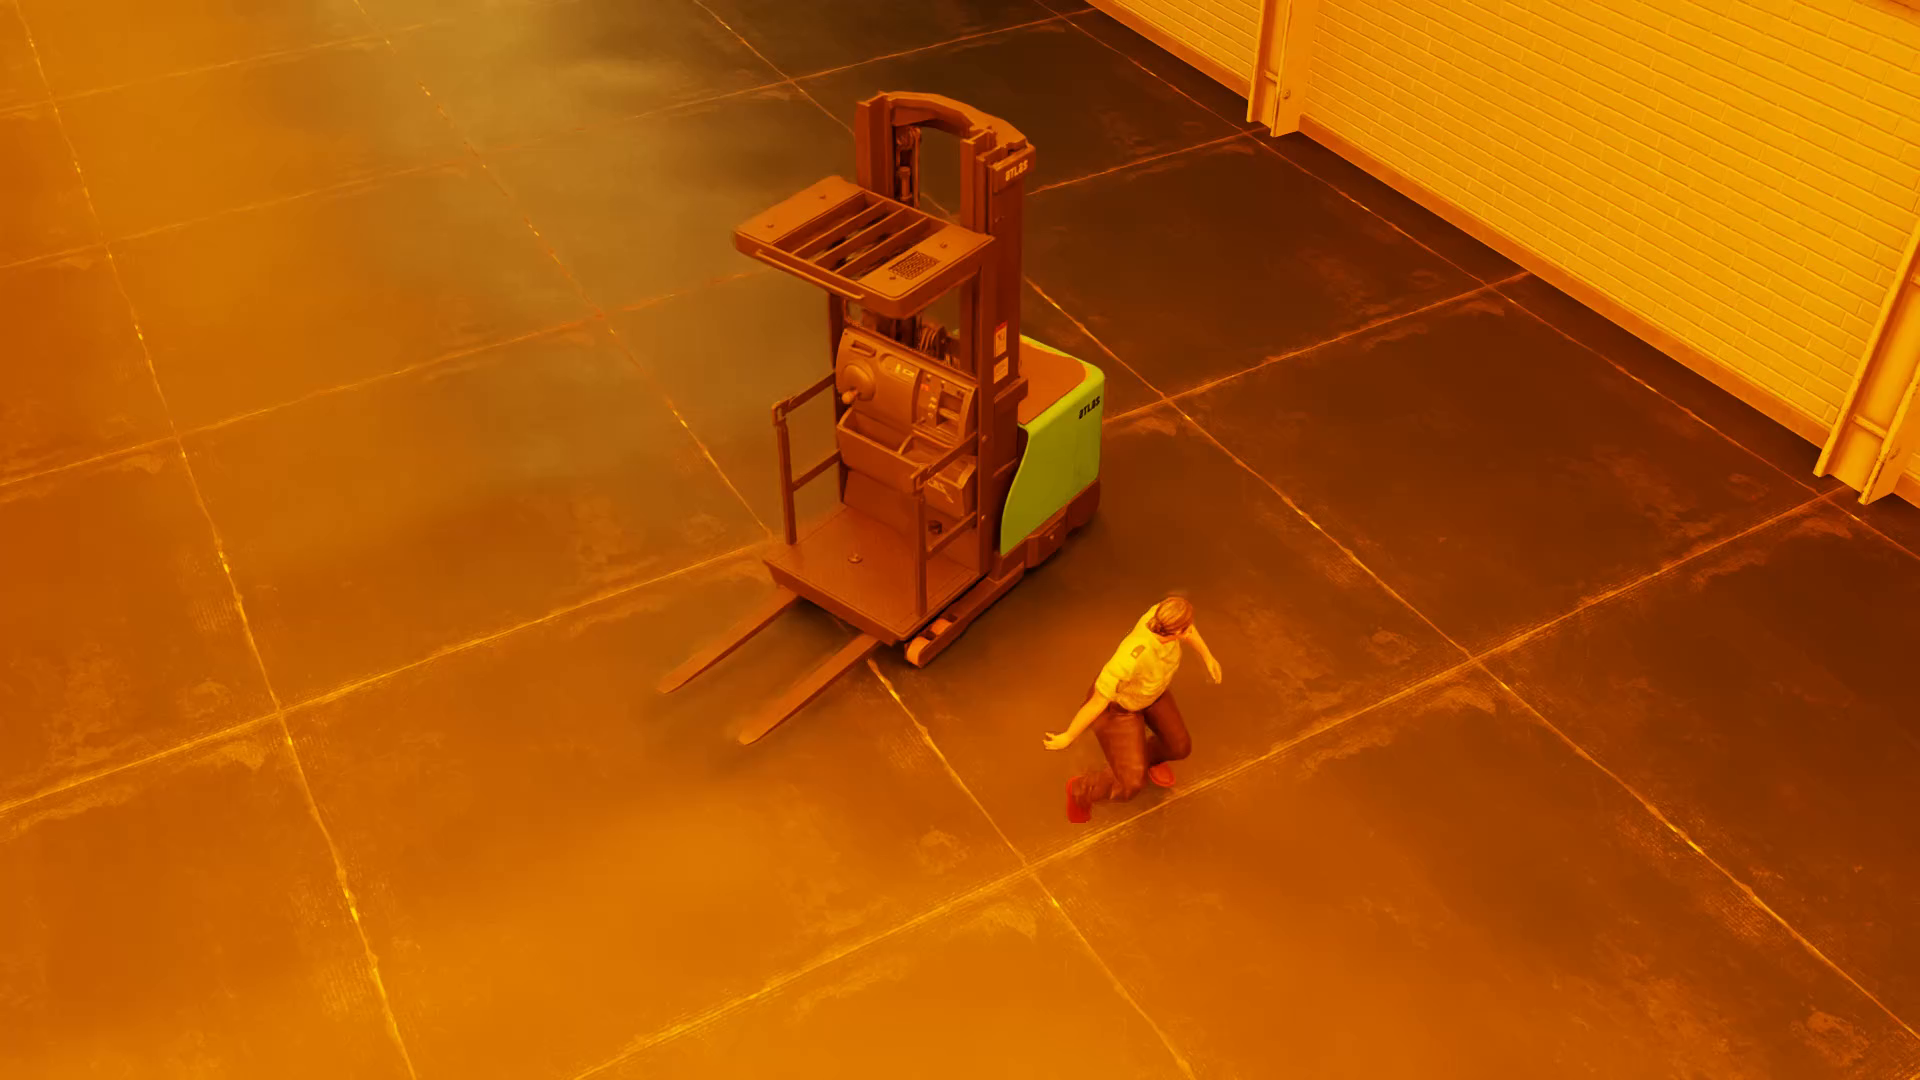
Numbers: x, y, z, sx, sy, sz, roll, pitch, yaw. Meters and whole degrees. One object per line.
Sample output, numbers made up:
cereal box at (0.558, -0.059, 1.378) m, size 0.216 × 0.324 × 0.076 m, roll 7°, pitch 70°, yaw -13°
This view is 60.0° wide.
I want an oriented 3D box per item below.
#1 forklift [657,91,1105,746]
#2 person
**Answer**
forklift at (-0.436, -0.771, 8.965) m, size 1.130 × 2.935 × 3.031 m, roll 27°, pitch 47°, yaw 29°
person at (0.844, 0.847, 8.215) m, size 0.483 × 1.534 × 0.922 m, roll 32°, pitch 49°, yaw 32°
